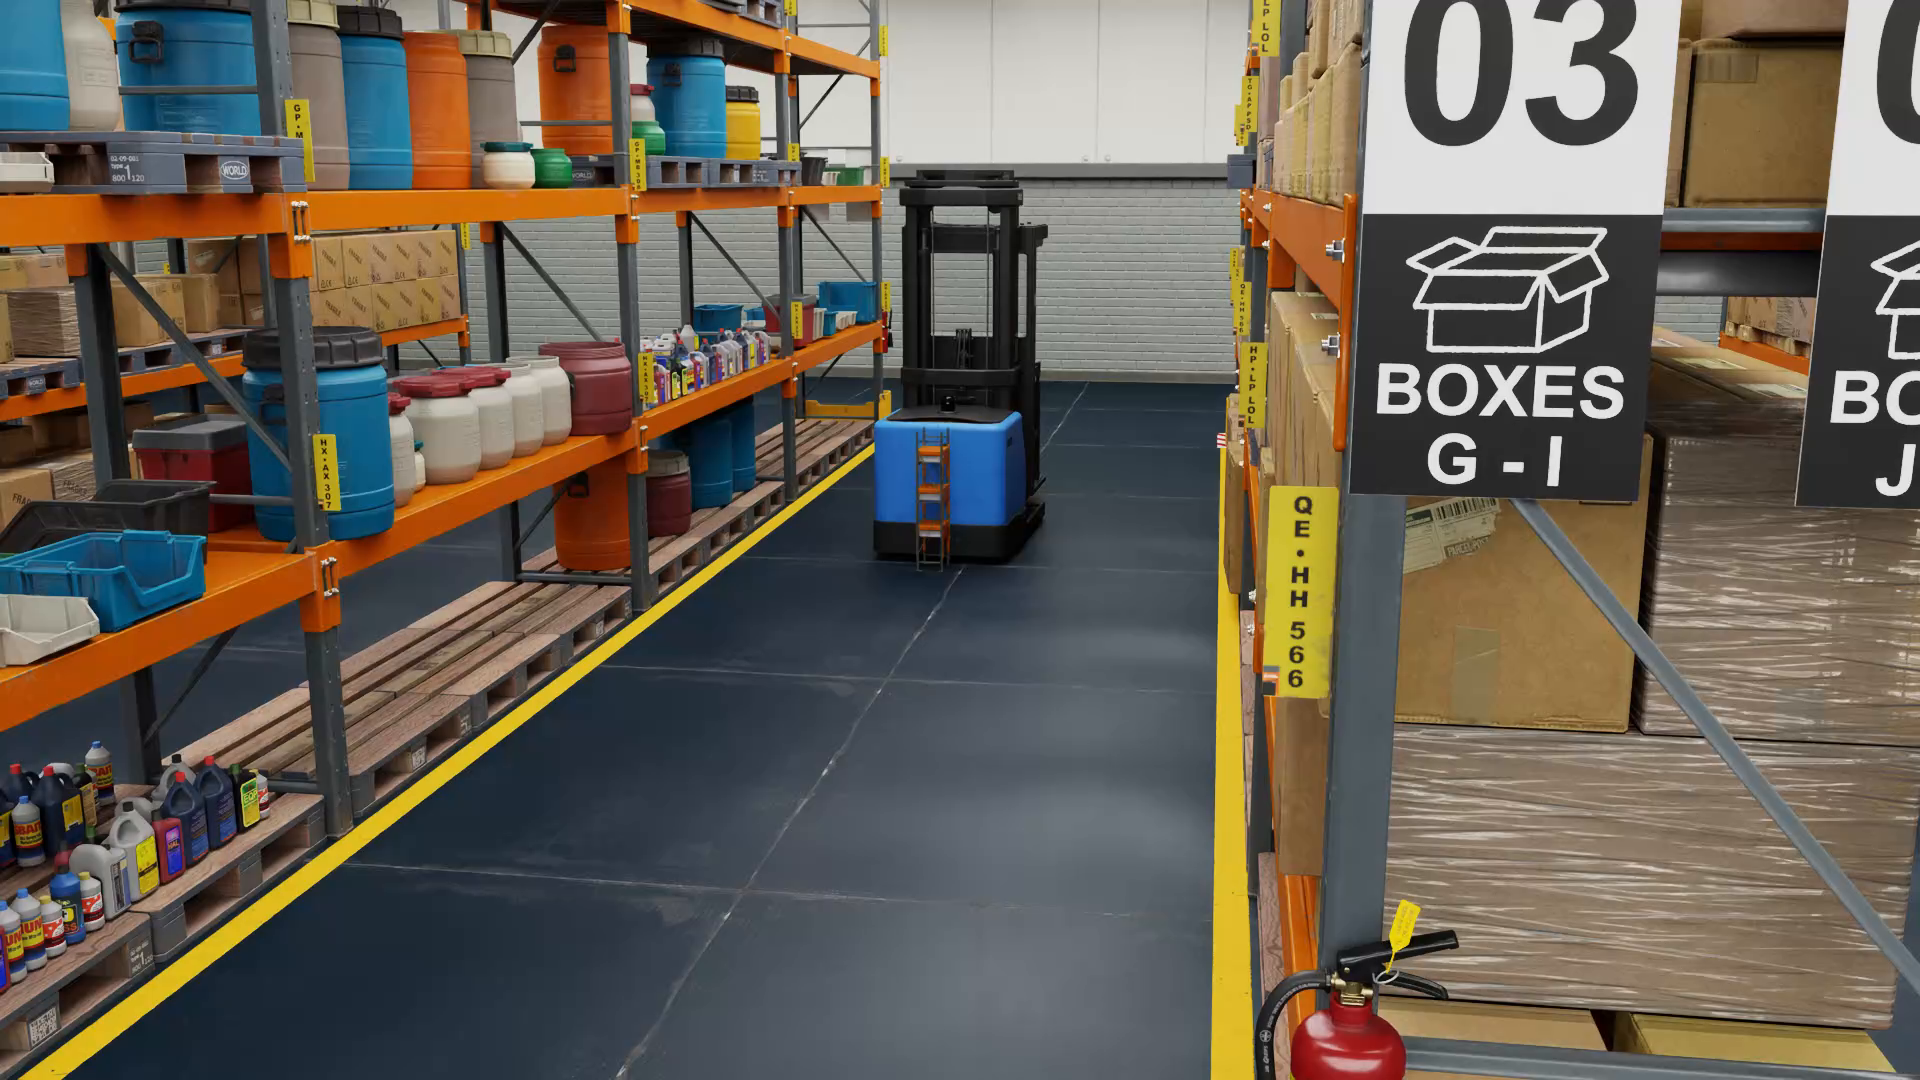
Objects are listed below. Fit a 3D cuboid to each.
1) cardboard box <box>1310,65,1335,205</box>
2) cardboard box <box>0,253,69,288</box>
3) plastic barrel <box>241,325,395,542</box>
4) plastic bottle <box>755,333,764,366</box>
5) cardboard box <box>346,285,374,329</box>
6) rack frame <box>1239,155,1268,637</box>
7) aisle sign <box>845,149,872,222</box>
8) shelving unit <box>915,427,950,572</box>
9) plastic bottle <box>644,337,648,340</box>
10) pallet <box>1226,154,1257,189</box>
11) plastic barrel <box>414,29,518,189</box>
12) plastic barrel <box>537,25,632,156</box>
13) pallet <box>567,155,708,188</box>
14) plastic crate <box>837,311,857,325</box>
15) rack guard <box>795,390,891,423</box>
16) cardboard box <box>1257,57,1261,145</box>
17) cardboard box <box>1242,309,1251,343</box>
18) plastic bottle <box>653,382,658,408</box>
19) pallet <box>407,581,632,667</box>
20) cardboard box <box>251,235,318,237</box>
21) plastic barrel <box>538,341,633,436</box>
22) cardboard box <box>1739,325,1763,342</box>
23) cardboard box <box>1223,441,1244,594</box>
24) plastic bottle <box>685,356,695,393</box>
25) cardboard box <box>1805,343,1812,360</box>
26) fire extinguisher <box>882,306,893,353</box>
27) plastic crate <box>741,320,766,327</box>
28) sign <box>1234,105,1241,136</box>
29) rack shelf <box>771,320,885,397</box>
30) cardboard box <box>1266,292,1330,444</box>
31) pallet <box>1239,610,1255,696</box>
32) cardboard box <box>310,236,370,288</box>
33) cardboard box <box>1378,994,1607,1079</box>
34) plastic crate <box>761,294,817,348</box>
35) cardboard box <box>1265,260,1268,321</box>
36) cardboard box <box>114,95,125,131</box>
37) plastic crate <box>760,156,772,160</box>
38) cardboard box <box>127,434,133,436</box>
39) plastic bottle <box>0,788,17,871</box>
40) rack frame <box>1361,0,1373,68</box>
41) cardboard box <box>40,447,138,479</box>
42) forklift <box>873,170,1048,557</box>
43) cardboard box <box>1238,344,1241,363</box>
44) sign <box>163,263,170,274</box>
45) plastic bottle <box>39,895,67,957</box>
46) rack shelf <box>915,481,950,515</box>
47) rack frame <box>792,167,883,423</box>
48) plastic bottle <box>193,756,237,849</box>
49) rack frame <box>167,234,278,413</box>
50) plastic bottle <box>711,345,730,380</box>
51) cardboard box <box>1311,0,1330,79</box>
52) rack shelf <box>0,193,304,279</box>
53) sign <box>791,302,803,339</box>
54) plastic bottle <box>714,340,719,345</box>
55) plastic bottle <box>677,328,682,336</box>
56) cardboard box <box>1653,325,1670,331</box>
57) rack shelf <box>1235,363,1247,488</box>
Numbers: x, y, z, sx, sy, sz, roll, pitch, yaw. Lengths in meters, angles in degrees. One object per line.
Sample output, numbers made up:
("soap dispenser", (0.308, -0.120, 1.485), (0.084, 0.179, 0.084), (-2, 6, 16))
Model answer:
("cardboard box", (0.953, -0.783, 3.241), (0.500, 0.250, 0.500), (2, 12, 9))
("cardboard box", (-11.235, -3.029, 19.717), (0.980, 0.700, 0.700), (2, 12, 11))
("plastic barrel", (-2.864, -0.486, 7.437), (0.600, 0.901, 0.708), (2, 12, 9))
("plastic bottle", (-1.724, -1.636, 14.243), (0.061, 0.283, 0.133), (2, 12, 9))
("cardboard box", (-6.384, -2.354, 17.057), (0.500, 0.500, 0.500), (2, 12, 8))
("rack frame", (2.287, -0.842, 10.282), (1.000, 3.000, 0.127), (2, 12, 9))
("aisle sign", (-1.076, -3.944, 18.505), (0.394, 0.787, 0.004), (2, 12, 9))
("shelving unit", (-0.202, -0.302, 12.404), (0.215, 1.050, 0.252), (2, 12, 11))
("plastic bottle", (-2.607, -1.531, 13.754), (0.061, 0.283, 0.133), (2, 12, 9))
("pallet", (2.333, -2.352, 10.615), (1.213, 0.211, 1.003), (2, 12, 11))
("plastic barrel", (-2.948, -2.550, 9.897), (0.600, 0.901, 0.600), (0, 12, 0))
("plastic barrel", (-2.517, -3.002, 11.169), (0.600, 0.830, 0.708), (2, 12, 9))
("pallet", (-2.393, -2.533, 11.454), (1.003, 0.211, 1.213), (2, 12, 9))
("plastic crate", (-1.324, -2.393, 17.960), (0.396, 0.136, 0.243), (2, 12, 9))
("rack guard", (-1.386, -1.452, 19.042), (1.175, 0.500, 0.348), (2, 12, 9))
("cardboard box", (1.960, -2.512, 9.487), (0.500, 0.500, 0.500), (2, 12, 9))
("cardboard box", (2.584, -1.636, 13.728), (0.500, 0.500, 0.500), (2, 12, 9))
("plastic bottle", (-2.162, -1.029, 11.618), (0.097, 0.201, 0.097), (0, 12, 0))
("pallet", (-2.765, 0.520, 10.578), (1.003, 0.211, 1.213), (2, 12, 9))
("cardboard box", (-6.910, -2.860, 17.032), (0.500, 0.500, 0.500), (2, 12, 9))
("plastic barrel", (-2.379, -0.963, 10.518), (0.600, 0.536, 0.708), (2, 12, 9))
("cardboard box", (7.936, -2.038, 16.425), (0.380, 0.149, 0.250), (2, 12, 7))
("cardboard box", (2.413, -0.152, 11.125), (1.225, 0.875, 0.875), (1, 12, 6))
("plastic bottle", (-2.034, -1.235, 12.410), (0.097, 0.271, 0.097), (0, 12, 0))
("cardboard box", (7.708, -1.659, 14.666), (0.380, 0.149, 0.250), (1, 12, 6))
("fire extinguisher", (-0.905, -2.465, 18.878), (0.296, 0.674, 0.183), (2, 12, 9))
("plastic crate", (-2.021, -2.108, 16.639), (0.293, 0.136, 0.466), (2, 12, 9))
("sign", (2.970, -4.459, 17.682), (0.100, 0.325, 0.005), (2, 12, 9))
("rack shelf", (-1.685, -1.900, 16.898), (1.077, 0.370, 4.000), (2, 12, 9))
("cardboard box", (1.351, -0.607, 5.874), (0.500, 0.500, 0.500), (2, 12, 9))
("pallet", (2.165, 0.684, 9.821), (1.003, 0.211, 1.213), (2, 12, 9))
("cardboard box", (-6.377, -2.838, 16.930), (0.500, 0.500, 0.500), (2, 12, 7))
("cardboard box", (0.896, 0.880, 2.887), (0.380, 0.149, 0.250), (2, 12, 9))
("plastic crate", (-1.607, -2.074, 15.702), (0.402, 0.464, 0.583), (2, 12, 9))
("cardboard box", (2.695, -1.938, 12.750), (0.797, 0.503, 0.637), (2, 12, 9))
("cardboard box", (-7.239, -3.386, 13.493), (0.600, 0.600, 0.600), (1, 12, 6))
("plastic crate", (-2.023, -3.625, 16.356), (0.437, 0.282, 0.530), (2, 12, 9))
("cardboard box", (-7.357, -0.682, 14.426), (0.500, 0.500, 0.500), (2, 12, 9))
("plastic bottle", (-3.786, 1.104, 6.496), (0.144, 0.351, 0.185), (1, 12, 6))
("rack frame", (1.056, -2.110, 1.922), (1.000, 3.000, 0.127), (2, 12, 9))
("cardboard box", (-6.992, -0.456, 13.379), (0.500, 0.500, 0.500), (2, 12, 8))
("forklift", (0.121, -1.563, 13.788), (1.130, 2.935, 3.031), (2, 12, 11))
("cardboard box", (2.625, -1.626, 14.515), (0.380, 0.149, 0.250), (2, 12, 9))
("sign", (-7.423, -2.436, 15.621), (0.100, 0.325, 0.005), (2, 12, 9))
("plastic bottle", (-3.168, 1.335, 5.775), (0.097, 0.201, 0.097), (0, 12, 0))
("rack shelf", (-0.202, -0.292, 12.406), (0.215, 0.259, 0.240), (2, 12, 11))
("rack frame", (-1.377, -2.668, 18.754), (1.000, 3.000, 0.127), (2, 12, 9))
("plastic bottle", (-3.037, 1.053, 6.730), (0.144, 0.351, 0.185), (2, 12, 7))
("rack frame", (-6.886, -1.997, 15.638), (1.000, 3.000, 0.127), (2, 12, 9))
("plastic bottle", (-1.924, -1.425, 13.280), (0.152, 0.276, 0.135), (2, 12, 9))
("cardboard box", (0.895, -0.997, 3.288), (0.380, 0.149, 0.250), (2, 12, 9))
("rack shelf", (-3.530, -0.868, 4.990), (1.077, 0.370, 4.000), (2, 12, 9))
("sign", (-1.449, -1.952, 14.776), (0.100, 0.325, 0.005), (2, 12, 9))
("plastic bottle", (-1.993, -1.499, 13.635), (0.097, 0.271, 0.097), (0, 12, 0))
("plastic bottle", (-2.470, -1.716, 14.612), (0.061, 0.283, 0.133), (2, 12, 9))
("cardboard box", (1.721, -0.382, 4.829), (0.500, 0.500, 0.500), (2, 12, 9))
("rack shelf", (2.594, -0.907, 12.289), (1.077, 0.370, 4.000), (2, 12, 9))
